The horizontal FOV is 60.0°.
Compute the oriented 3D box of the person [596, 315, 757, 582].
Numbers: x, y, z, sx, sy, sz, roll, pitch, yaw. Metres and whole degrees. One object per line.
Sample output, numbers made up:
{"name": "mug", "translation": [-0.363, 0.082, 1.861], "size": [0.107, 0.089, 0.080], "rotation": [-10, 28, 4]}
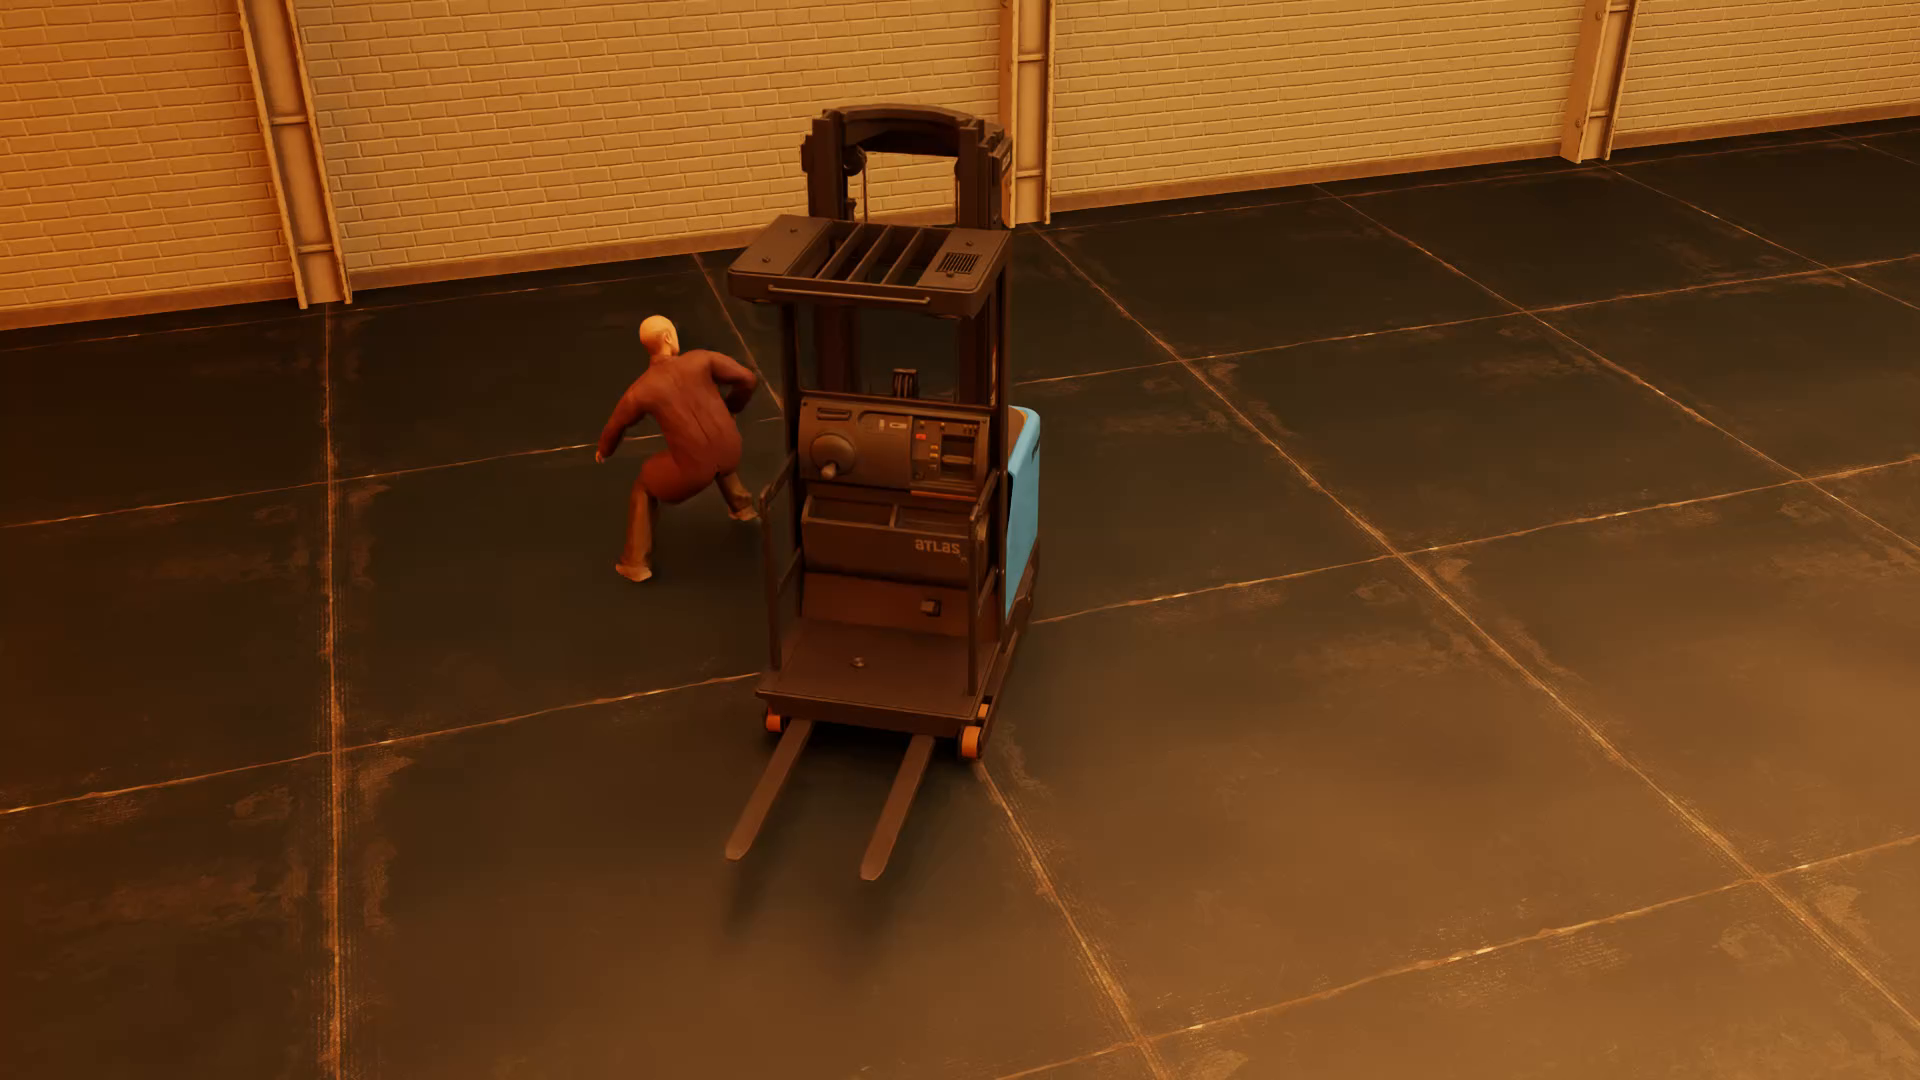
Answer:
{"name": "person", "translation": [-1.628, -0.548, 9.539], "size": [0.898, 1.555, 0.711], "rotation": [-15, 33, -24]}

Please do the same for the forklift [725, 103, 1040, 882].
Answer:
{"name": "forklift", "translation": [-0.364, -0.402, 7.786], "size": [1.130, 2.935, 3.031], "rotation": [6, 31, 11]}
